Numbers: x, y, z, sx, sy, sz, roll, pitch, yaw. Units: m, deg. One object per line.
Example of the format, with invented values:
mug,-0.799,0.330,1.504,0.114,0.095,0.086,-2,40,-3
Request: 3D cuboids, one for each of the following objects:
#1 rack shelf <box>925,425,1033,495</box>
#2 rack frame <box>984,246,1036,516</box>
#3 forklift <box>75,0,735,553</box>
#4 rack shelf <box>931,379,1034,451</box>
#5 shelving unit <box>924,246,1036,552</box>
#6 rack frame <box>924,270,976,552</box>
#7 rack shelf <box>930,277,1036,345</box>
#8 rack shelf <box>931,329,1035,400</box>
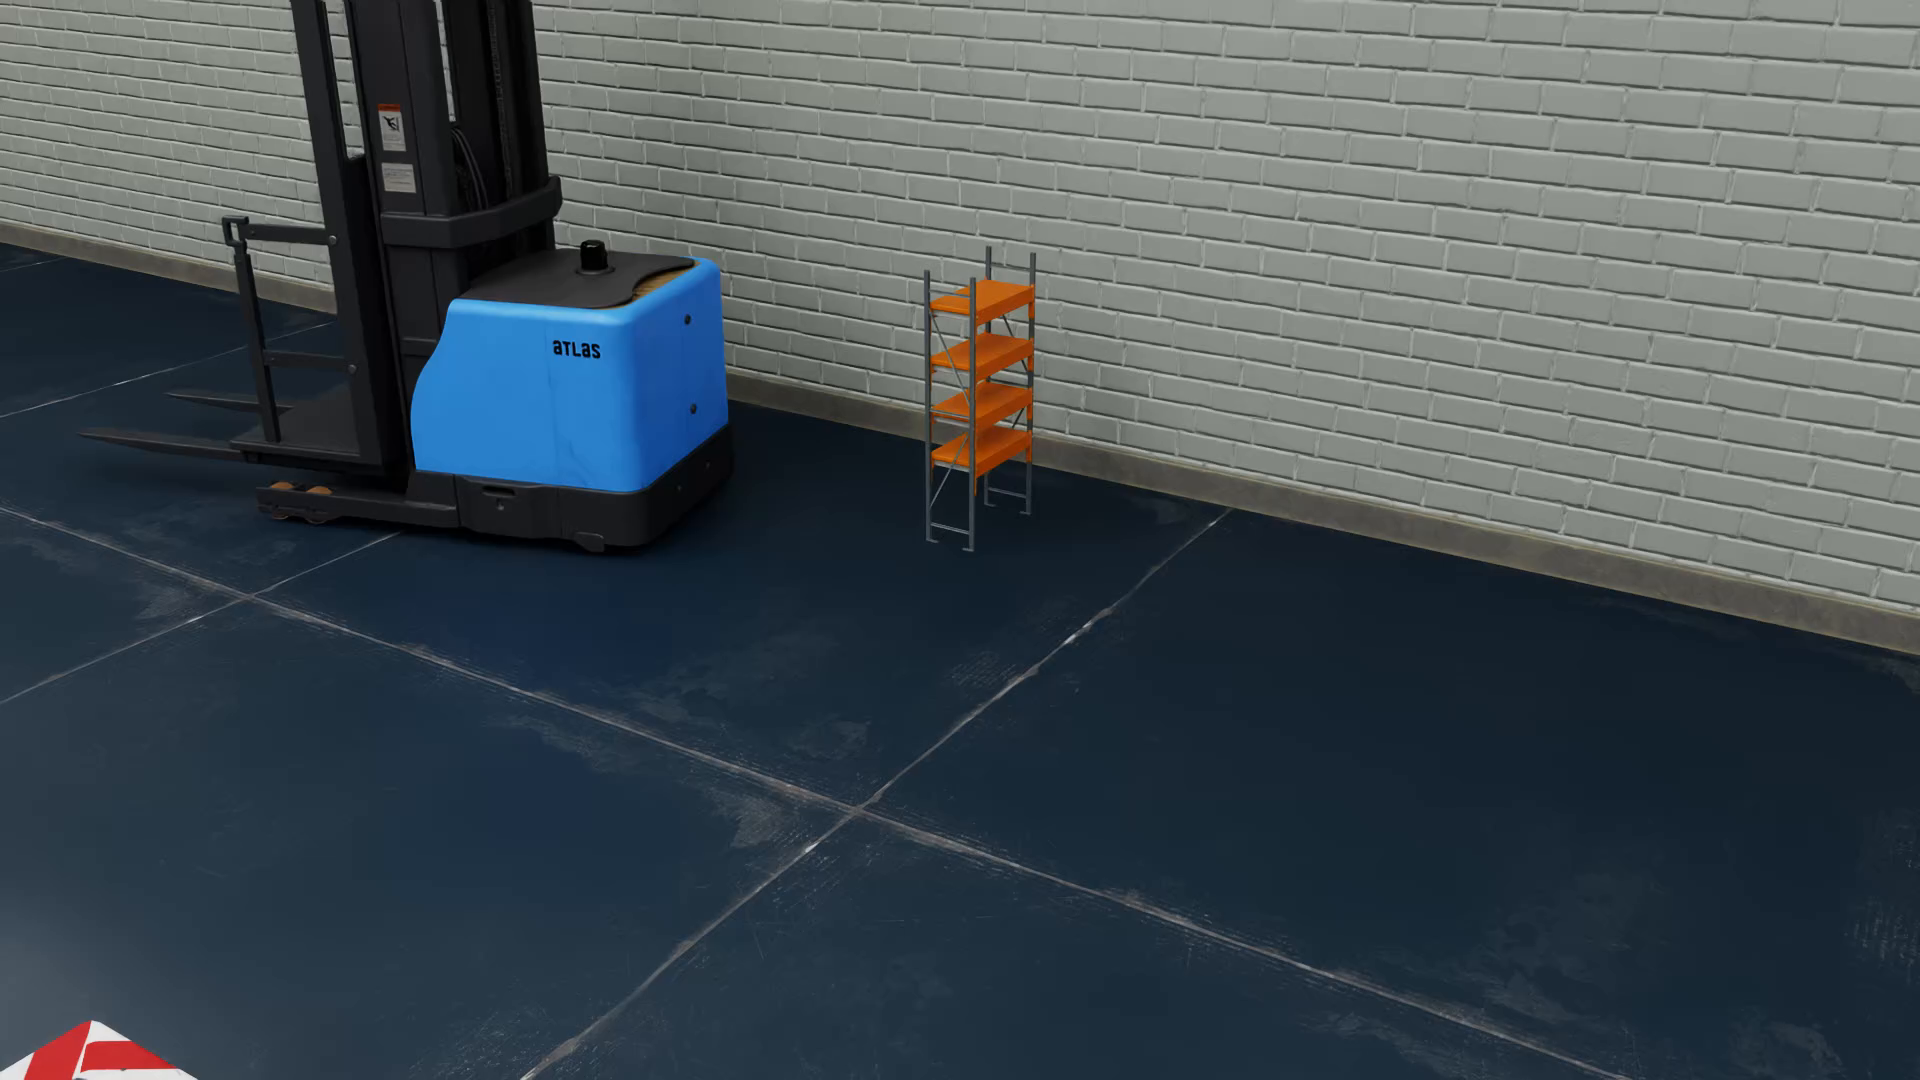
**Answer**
rack shelf,0.087,-0.363,7.246,0.258,0.148,0.480,14,27,29
rack frame,0.216,-0.689,7.331,0.240,1.200,0.015,14,27,29
forklift,-2.638,-1.608,7.274,3.031,2.935,1.130,7,24,15
rack shelf,0.087,-0.545,7.167,0.258,0.148,0.480,14,27,29
shelving unit,0.087,-0.606,7.141,0.258,1.200,0.503,14,27,29
rack frame,-0.041,-0.524,6.950,0.240,1.200,0.015,14,27,29
rack shelf,0.087,-0.967,6.985,0.258,0.148,0.480,14,27,29
rack shelf,0.087,-0.750,7.079,0.258,0.148,0.480,14,27,29
